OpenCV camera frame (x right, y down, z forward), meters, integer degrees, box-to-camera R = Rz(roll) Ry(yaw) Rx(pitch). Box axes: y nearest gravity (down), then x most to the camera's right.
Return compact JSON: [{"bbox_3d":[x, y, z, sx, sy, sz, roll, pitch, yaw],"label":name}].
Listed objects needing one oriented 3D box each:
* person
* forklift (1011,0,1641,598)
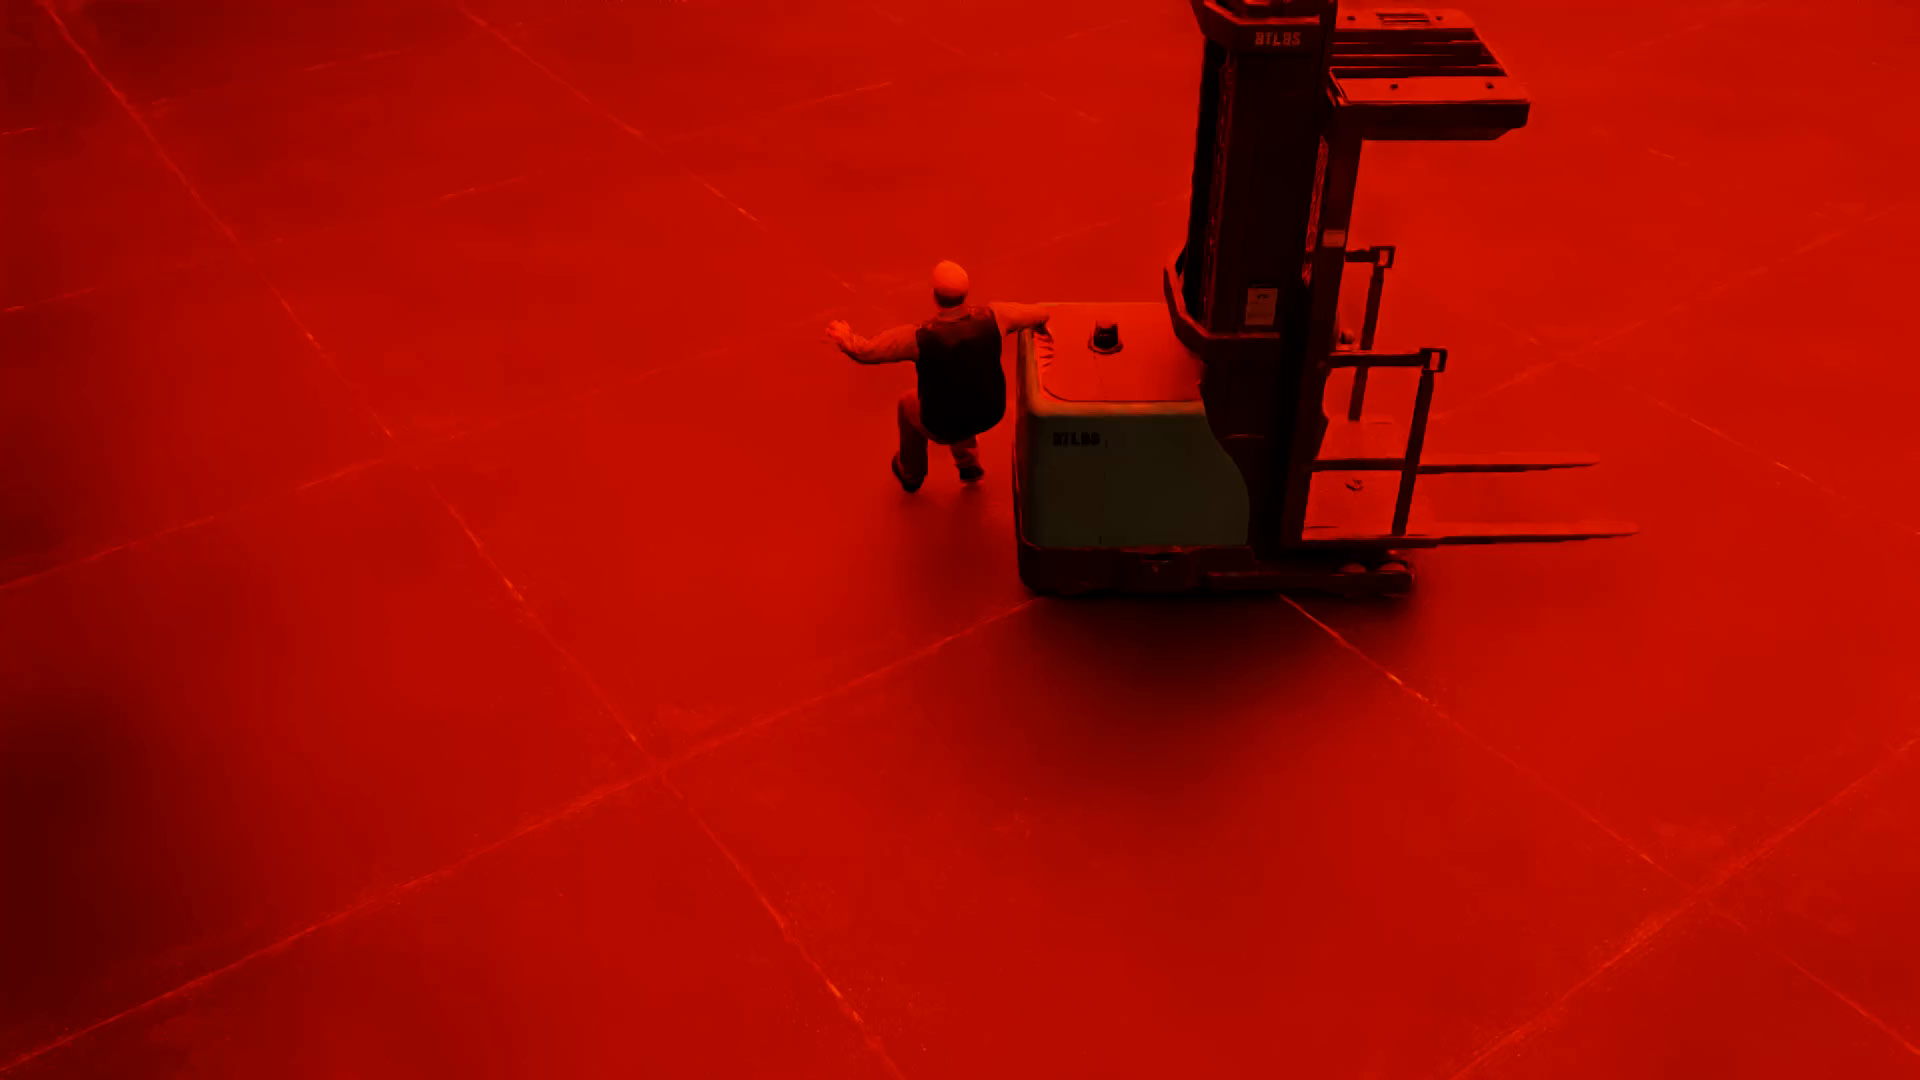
[{"bbox_3d":[-0.088,-0.816,8.264,1.057,1.495,0.865,-17,40,-21],"label":"person"},{"bbox_3d":[1.794,-1.218,7.592,3.031,2.935,1.130,-1,36,-1],"label":"forklift"}]
